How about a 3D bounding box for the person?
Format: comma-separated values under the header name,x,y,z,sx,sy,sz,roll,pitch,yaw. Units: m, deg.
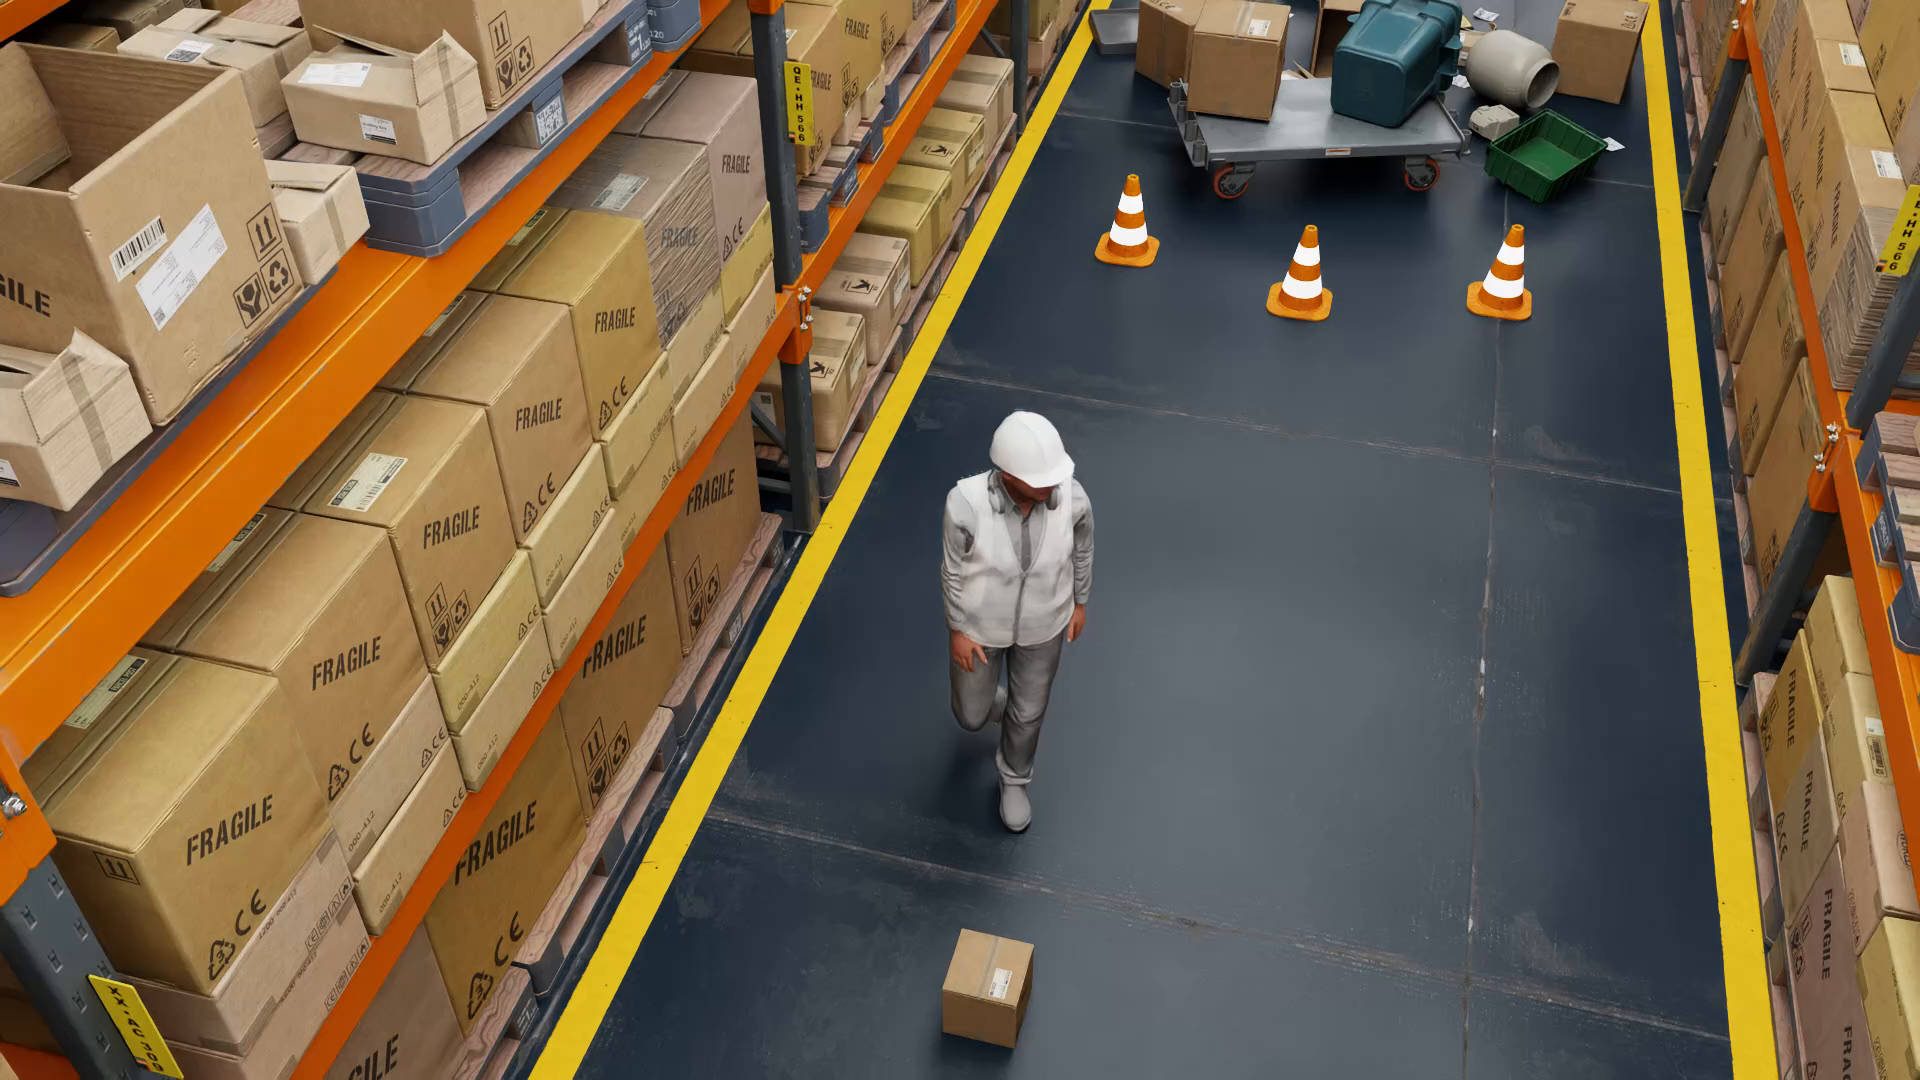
name,x,y,z,sx,sy,sz,roll,pitch,yaw
person,0.194,0.222,5.866,0.539,1.769,0.652,-4,41,-4
